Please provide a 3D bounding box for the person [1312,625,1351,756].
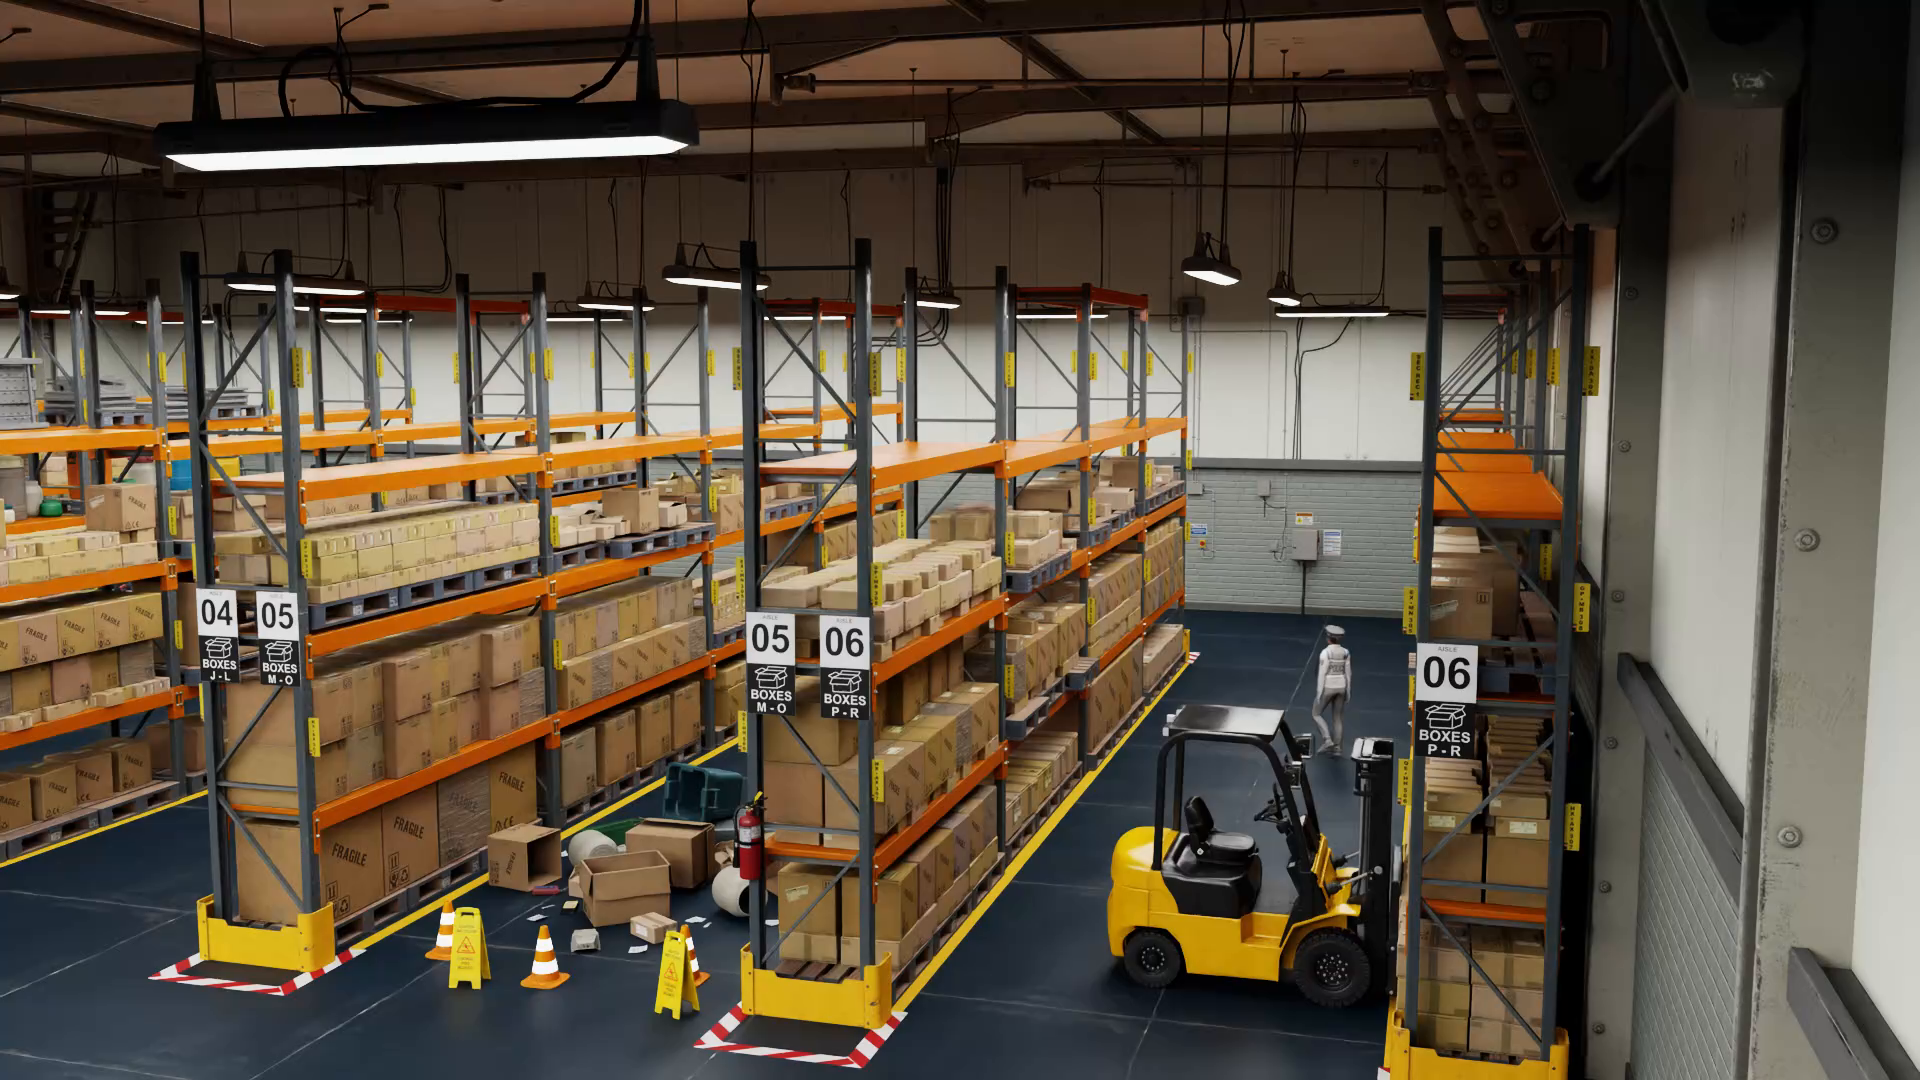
[{"bbox_3d":[4.812,1.943,21.378,0.526,1.681,0.433,-3,7,-22],"label":"person"}]
